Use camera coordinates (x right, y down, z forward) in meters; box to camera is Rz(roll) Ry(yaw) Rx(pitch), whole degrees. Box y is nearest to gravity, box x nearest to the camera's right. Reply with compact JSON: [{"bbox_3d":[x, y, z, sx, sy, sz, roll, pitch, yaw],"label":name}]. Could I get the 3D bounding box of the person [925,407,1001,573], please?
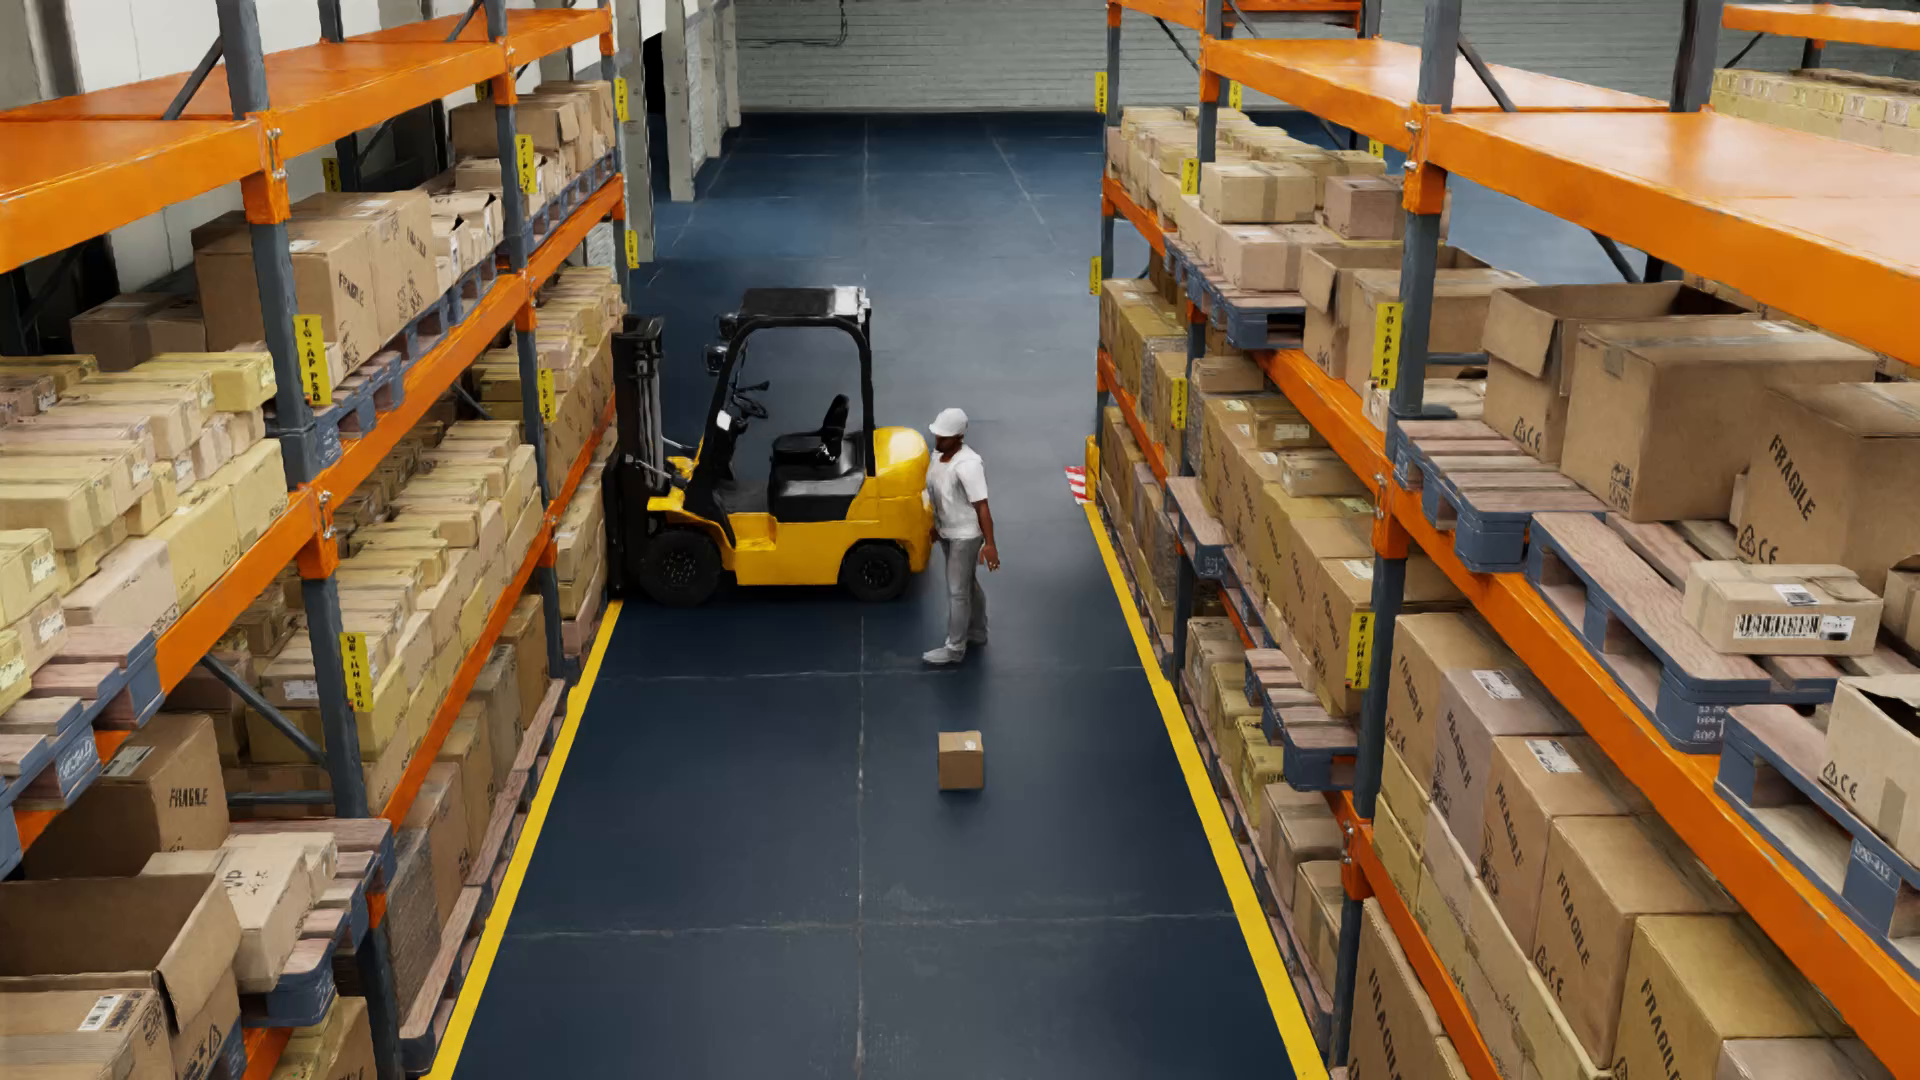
[{"bbox_3d":[-0.013,-0.368,10.964,0.414,1.047,0.732,-9,22,-24],"label":"person"}]
